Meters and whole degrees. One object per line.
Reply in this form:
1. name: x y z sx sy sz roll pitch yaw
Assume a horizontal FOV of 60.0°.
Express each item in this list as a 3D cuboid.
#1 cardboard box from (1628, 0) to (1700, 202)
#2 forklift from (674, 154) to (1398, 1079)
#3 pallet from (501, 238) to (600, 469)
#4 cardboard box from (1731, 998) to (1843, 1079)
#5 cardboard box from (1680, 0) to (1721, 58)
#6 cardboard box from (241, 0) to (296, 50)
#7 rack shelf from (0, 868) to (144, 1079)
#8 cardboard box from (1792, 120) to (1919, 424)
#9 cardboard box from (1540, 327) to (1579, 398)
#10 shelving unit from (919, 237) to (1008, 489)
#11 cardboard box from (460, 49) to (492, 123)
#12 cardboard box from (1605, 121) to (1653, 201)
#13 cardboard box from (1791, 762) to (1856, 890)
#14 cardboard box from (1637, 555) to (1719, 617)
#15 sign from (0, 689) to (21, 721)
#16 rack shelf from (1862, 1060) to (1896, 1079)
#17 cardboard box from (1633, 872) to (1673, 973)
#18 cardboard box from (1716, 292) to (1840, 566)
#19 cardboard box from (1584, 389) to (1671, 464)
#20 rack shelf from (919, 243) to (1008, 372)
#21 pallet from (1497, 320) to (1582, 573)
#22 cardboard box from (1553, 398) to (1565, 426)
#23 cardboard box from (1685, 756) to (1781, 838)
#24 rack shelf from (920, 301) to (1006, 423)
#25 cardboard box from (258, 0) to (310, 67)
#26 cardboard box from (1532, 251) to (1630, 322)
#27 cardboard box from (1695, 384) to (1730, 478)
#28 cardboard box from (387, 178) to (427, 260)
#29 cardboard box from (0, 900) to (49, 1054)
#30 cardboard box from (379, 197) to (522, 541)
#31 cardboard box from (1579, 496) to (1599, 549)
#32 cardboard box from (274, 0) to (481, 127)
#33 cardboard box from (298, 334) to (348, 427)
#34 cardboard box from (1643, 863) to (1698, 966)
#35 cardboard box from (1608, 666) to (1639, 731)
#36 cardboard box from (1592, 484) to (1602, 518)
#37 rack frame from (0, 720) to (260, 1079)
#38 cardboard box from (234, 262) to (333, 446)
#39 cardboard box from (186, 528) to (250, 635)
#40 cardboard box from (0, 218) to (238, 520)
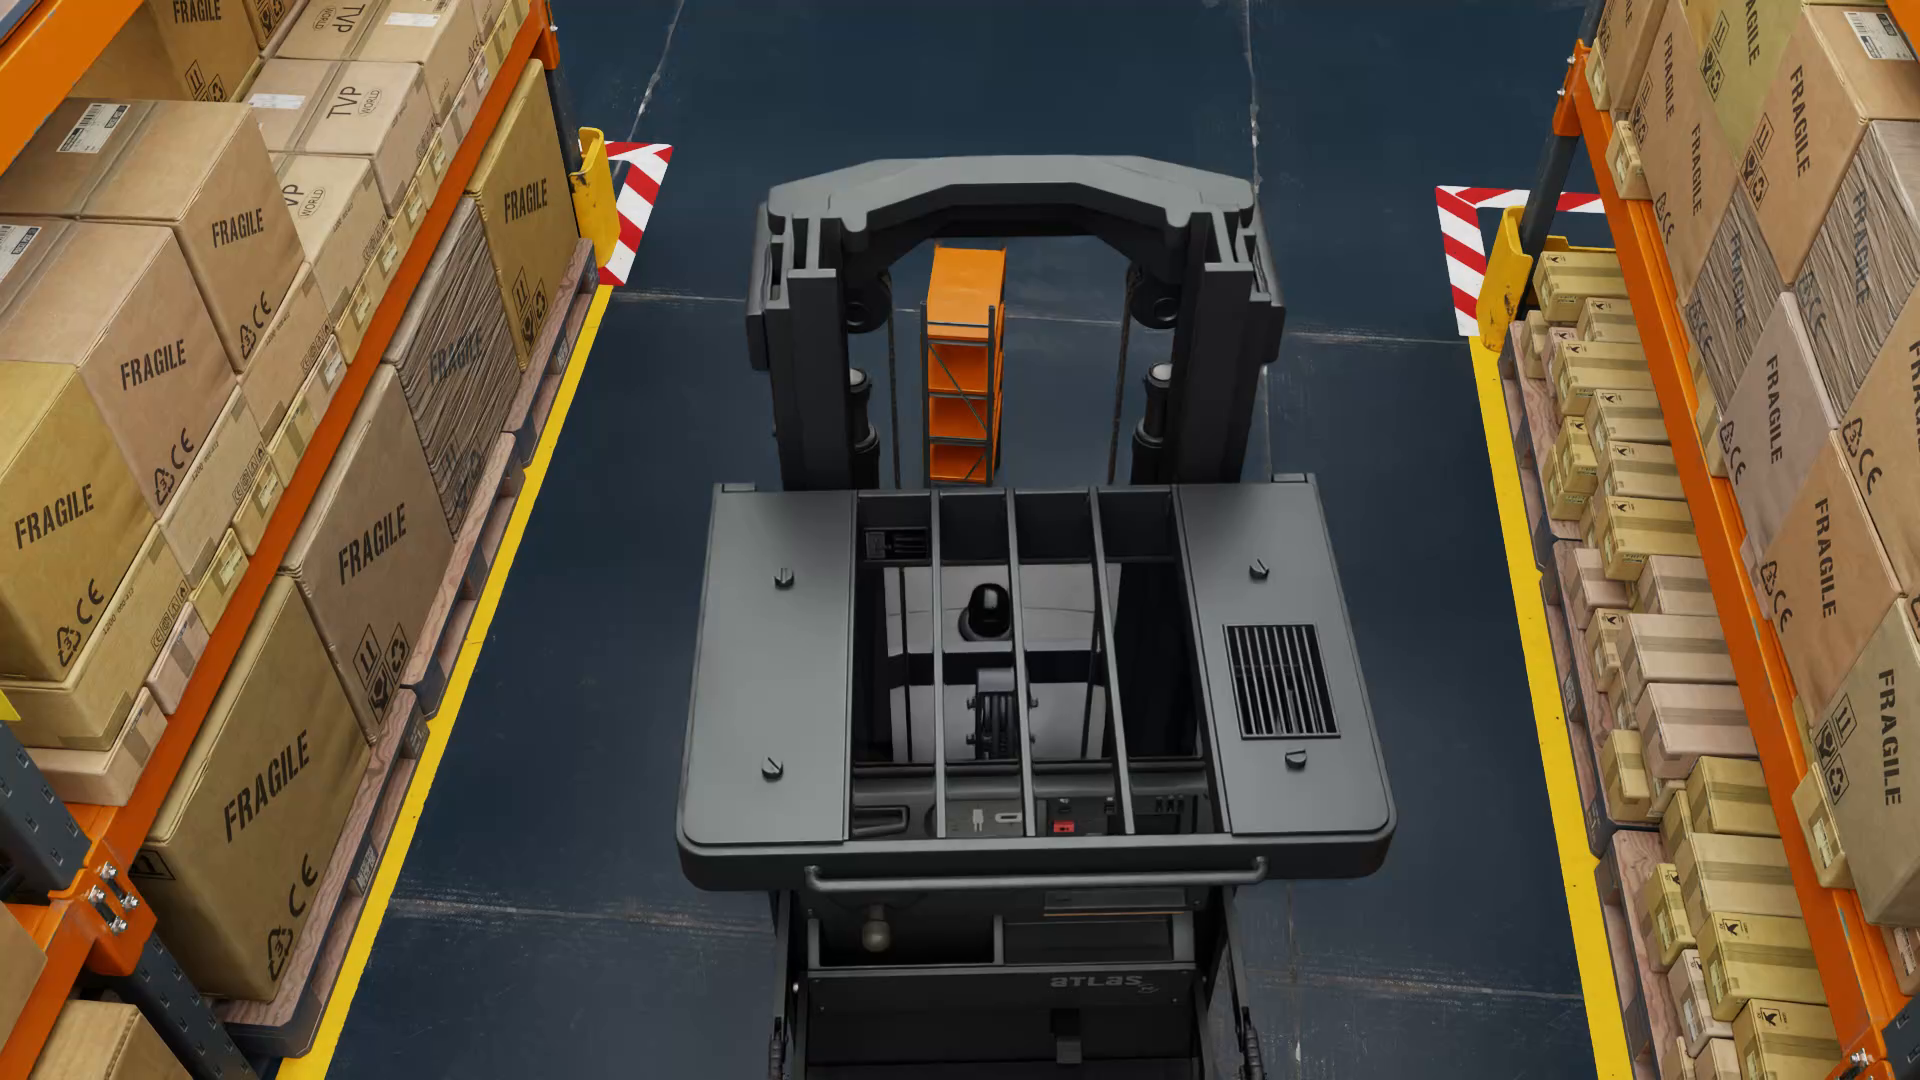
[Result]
1. cardboard box: 2.460 -1.372 5.203 0.500 0.500 0.500 4 48 4
2. forklift: 0.106 0.807 3.526 1.130 2.935 3.031 -1 48 -1
3. pallet: -2.126 -0.818 6.855 1.003 0.211 1.213 4 48 4
4. cardboard box: 2.208 1.336 4.240 0.380 0.149 0.250 5 48 5
5. cardboard box: 2.454 -1.733 4.855 0.500 0.500 0.500 5 48 5
6. cardboard box: -2.489 -1.953 5.396 0.500 0.500 0.500 3 48 3
7. rack shelf: -2.678 2.300 2.602 1.077 0.370 4.000 4 48 4
8. cardboard box: 2.311 -0.596 3.815 0.500 0.500 0.500 5 48 5
9. cardboard box: 2.415 -0.659 6.266 0.380 0.149 0.250 4 48 3
10. shelving unit: 0.015 -0.527 5.919 0.258 1.200 0.503 4 48 4
11. cardboard box: -1.881 -1.607 5.857 0.380 0.149 0.250 4 48 4
12. cardboard box: 2.384 -1.260 5.540 0.380 0.149 0.250 3 48 2
13. cardboard box: 2.143 0.657 3.786 0.380 0.149 0.250 3 48 2
14. cardboard box: 2.385 0.197 5.281 0.380 0.149 0.250 4 48 4
15. sign: -1.954 0.252 3.255 0.100 0.325 0.005 4 48 4
16. rack shelf: 2.253 2.707 2.229 1.077 0.370 4.000 4 48 4
17. cardboard box: 2.198 1.120 4.840 0.380 0.149 0.250 2 48 2
18. cardboard box: 2.293 -0.261 4.186 0.500 0.500 0.500 4 48 3
19. cardboard box: 2.417 -0.388 5.816 0.380 0.149 0.250 2 48 2
20. rack shelf: 0.015 -0.792 5.629 0.258 0.148 0.480 4 48 4
21. pallet: 2.683 -0.353 6.430 1.003 0.211 1.213 4 48 4
22. cardboard box: 2.491 -0.563 6.379 0.380 0.149 0.250 4 48 3
23. cardboard box: 2.309 0.776 4.751 0.380 0.149 0.250 5 48 5
24. rack shelf: 0.015 -0.632 5.803 0.258 0.148 0.480 4 48 4
25. cardboard box: -2.484 -1.685 5.658 0.500 0.250 0.500 3 48 3
26. cardboard box: 2.413 -0.963 6.342 0.380 0.149 0.250 2 48 2
27. cardboard box: 2.299 -0.300 4.662 0.380 0.149 0.250 5 48 4
28. cardboard box: -1.950 -1.042 5.341 0.380 0.149 0.250 4 48 4
29. cardboard box: -2.266 0.915 3.312 0.500 0.500 0.500 4 48 4
30. cardboard box: -2.192 -0.633 5.951 0.875 0.875 0.875 4 48 4
31. cardboard box: 2.414 -0.005 5.870 0.380 0.149 0.250 4 48 4
32. cardboard box: -1.958 -1.655 5.631 0.500 0.250 0.500 3 48 3
33. cardboard box: -2.020 -0.476 4.823 0.380 0.149 0.250 4 48 4
34. cardboard box: 2.166 1.064 4.690 0.380 0.149 0.250 2 48 2
35. cardboard box: 2.316 0.556 5.356 0.380 0.149 0.250 5 48 4
36. cardboard box: 2.420 -0.091 5.746 0.380 0.149 0.250 2 48 2
37. rack frame: -2.492 0.587 3.680 0.949 2.616 0.053 4 48 4
38. cardboard box: -2.100 -0.537 4.608 0.500 0.250 0.500 5 48 4
39. cardboard box: -2.090 0.090 4.305 0.380 0.149 0.250 5 48 5
40. cardboard box: -2.144 -0.412 3.986 0.500 0.500 0.500 4 48 4
